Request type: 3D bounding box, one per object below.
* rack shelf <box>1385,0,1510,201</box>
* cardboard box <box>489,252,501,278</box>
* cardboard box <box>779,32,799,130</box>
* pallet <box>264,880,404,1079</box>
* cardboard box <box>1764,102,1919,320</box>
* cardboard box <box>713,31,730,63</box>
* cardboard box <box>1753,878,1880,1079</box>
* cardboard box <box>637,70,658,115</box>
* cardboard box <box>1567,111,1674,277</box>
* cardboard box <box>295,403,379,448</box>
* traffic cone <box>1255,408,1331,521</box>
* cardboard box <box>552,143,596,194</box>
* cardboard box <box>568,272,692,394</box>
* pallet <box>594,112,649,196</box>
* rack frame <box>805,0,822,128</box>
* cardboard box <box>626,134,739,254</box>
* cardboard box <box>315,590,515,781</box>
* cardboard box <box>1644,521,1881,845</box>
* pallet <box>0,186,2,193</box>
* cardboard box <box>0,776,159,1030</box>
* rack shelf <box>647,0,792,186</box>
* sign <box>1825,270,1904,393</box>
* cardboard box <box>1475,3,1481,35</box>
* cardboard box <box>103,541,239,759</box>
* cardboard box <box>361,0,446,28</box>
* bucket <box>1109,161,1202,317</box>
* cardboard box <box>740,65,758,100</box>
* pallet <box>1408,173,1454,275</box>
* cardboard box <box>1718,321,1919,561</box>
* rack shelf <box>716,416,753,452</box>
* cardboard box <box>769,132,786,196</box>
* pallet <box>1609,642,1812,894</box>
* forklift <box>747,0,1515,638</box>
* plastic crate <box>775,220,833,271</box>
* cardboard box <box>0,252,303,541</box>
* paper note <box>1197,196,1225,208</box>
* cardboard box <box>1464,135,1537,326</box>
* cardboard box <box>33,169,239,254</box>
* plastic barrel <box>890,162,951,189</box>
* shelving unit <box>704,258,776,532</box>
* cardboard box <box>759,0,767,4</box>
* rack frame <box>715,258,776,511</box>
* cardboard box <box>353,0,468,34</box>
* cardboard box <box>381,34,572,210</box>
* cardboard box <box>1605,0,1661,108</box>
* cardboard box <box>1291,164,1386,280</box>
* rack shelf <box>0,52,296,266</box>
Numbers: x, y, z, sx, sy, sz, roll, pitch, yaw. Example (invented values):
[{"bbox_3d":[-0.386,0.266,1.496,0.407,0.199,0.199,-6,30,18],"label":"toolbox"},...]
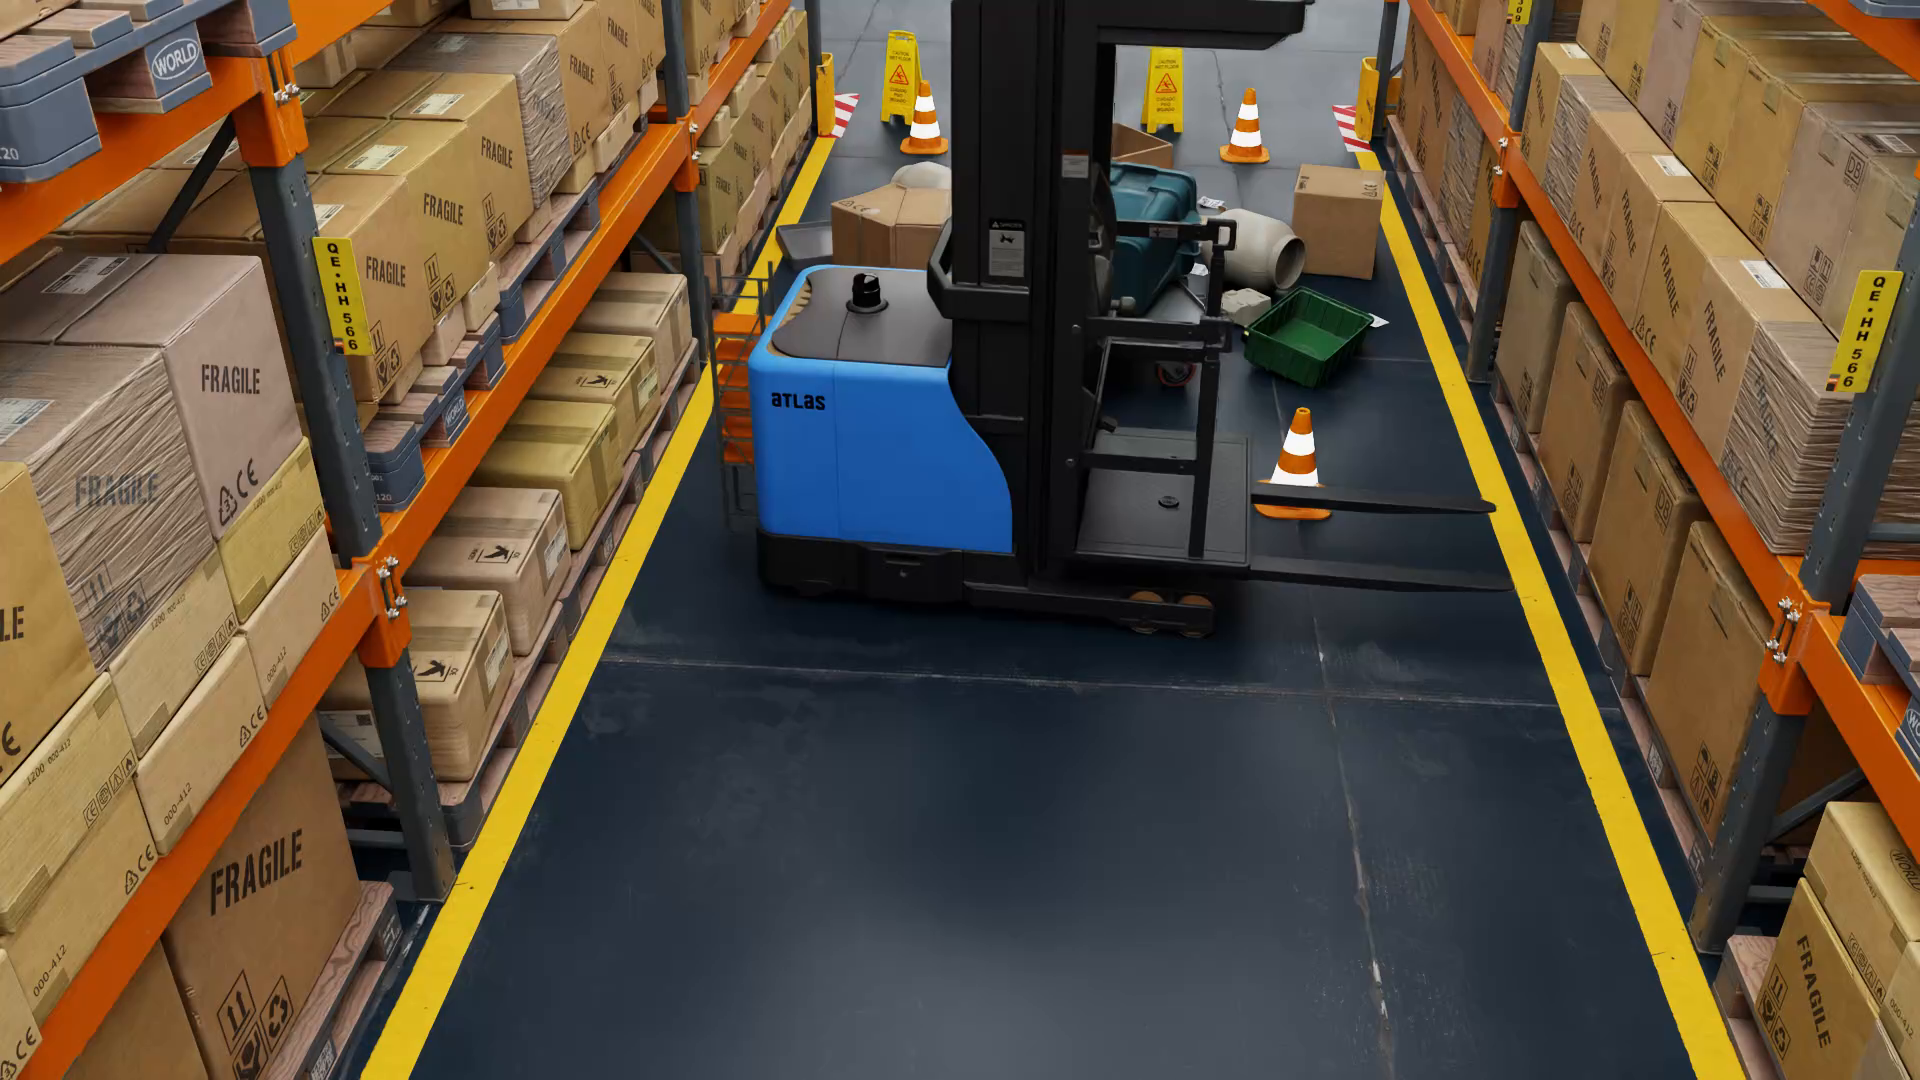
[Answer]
[{"bbox_3d":[3.280,-2.830,9.668,1.077,0.370,4.000,2,32,4],"label":"rack shelf"},{"bbox_3d":[-1.829,-0.951,5.773,0.380,0.149,0.250,4,32,7],"label":"cardboard box"},{"bbox_3d":[-1.343,-2.965,10.708,0.500,0.500,0.500,4,32,6],"label":"cardboard box"},{"bbox_3d":[-2.289,1.439,4.714,1.003,0.211,1.213,2,32,4],"label":"pallet"},{"bbox_3d":[2.878,-0.966,4.910,0.700,0.500,0.500,2,32,3],"label":"cardboard box"},{"bbox_3d":[-1.464,-2.695,9.004,0.380,0.149,0.250,3,32,5],"label":"cardboard box"},{"bbox_3d":[2.480,1.246,4.352,0.500,0.500,0.500,1,32,2],"label":"cardboard box"},{"bbox_3d":[-1.591,-2.040,7.540,0.380,0.149,0.250,3,32,5],"label":"cardboard box"},{"bbox_3d":[2.723,-1.344,6.476,0.500,0.500,0.500,2,32,4],"label":"cardboard box"},{"bbox_3d":[-1.938,-0.391,4.865,0.380,0.149,0.250,1,32,1],"label":"cardboard box"},{"bbox_3d":[1.503,-0.373,7.415,0.336,0.463,0.334,2,32,4],"label":"traffic cone"},{"bbox_3d":[-1.688,-1.507,6.675,0.380,0.149,0.250,2,32,4],"label":"cardboard box"},{"bbox_3d":[-1.864,-1.035,8.174,0.950,0.372,0.625,3,32,5],"label":"cardboard box"},{"bbox_3d":[-2.031,-1.774,7.452,1.003,0.211,1.213,2,32,4],"label":"pallet"},{"bbox_3d":[-1.499,-4.340,11.434,1.000,3.000,0.127,2,32,4],"label":"rack frame"},{"bbox_3d":[-1.507,-1.873,8.936,0.500,0.500,0.500,4,32,6],"label":"cardboard box"},{"bbox_3d":[-2.094,0.488,5.704,0.950,0.372,0.625,0,32,1],"label":"cardboard box"},{"bbox_3d":[2.931,0.466,5.379,1.050,0.750,0.750,2,32,3],"label":"cardboard box"},{"bbox_3d":[-2.238,-0.430,2.409,1.003,0.211,1.213,4,32,6],"label":"pallet"},{"bbox_3d":[-2.015,0.713,3.378,0.500,0.250,0.500,2,32,3],"label":"cardboard box"},{"bbox_3d":[-1.661,-2.988,9.926,1.077,0.370,4.000,2,32,4],"label":"rack shelf"},{"bbox_3d":[2.238,-0.513,4.121,0.100,0.325,0.005,2,32,4],"label":"sign"},{"bbox_3d":[3.319,-2.913,8.975,0.875,0.550,0.550,2,32,4],"label":"cardboard box"},{"bbox_3d":[-1.974,0.226,3.690,0.500,0.250,0.500,2,32,3],"label":"cardboard box"},{"bbox_3d":[-2.201,-2.070,6.352,0.380,0.149,0.250,4,32,7],"label":"cardboard box"},{"bbox_3d":[0.831,-1.513,8.518,0.726,0.611,0.620,14,44,21],"label":"bucket"},{"bbox_3d":[-1.378,-2.622,9.533,0.380,0.149,0.250,4,32,7],"label":"cardboard box"},{"bbox_3d":[3.354,-1.937,10.192,1.003,0.211,1.213,2,32,4],"label":"pallet"},{"bbox_3d":[2.561,-0.288,4.763,0.500,0.500,0.500,2,32,4],"label":"cardboard box"},{"bbox_3d":[-0.900,-0.452,7.153,0.258,0.103,0.180,4,32,6],"label":"rack shelf"},{"bbox_3d":[-1.383,-2.370,10.457,0.500,0.250,0.500,1,32,2],"label":"cardboard box"},{"bbox_3d":[2.931,0.779,5.784,1.003,0.211,1.213,2,32,4],"label":"pallet"},{"bbox_3d":[0.729,-1.159,6.337,3.031,2.935,1.130,5,32,7],"label":"forklift"},{"bbox_3d":[-0.879,-1.792,10.081,0.402,0.080,0.583,-8,33,-13],"label":"plastic crate"},{"bbox_3d":[-1.931,-0.344,3.901,0.500,0.500,0.500,2,32,3],"label":"cardboard box"},{"bbox_3d":[1.627,-2.191,10.779,0.144,0.017,0.142,14,34,21],"label":"paper note"},{"bbox_3d":[3.239,-1.690,8.759,0.875,0.875,0.875,3,32,5],"label":"cardboard box"},{"bbox_3d":[-2.390,-0.755,4.837,0.500,0.500,0.500,2,32,3],"label":"cardboard box"},{"bbox_3d":[-0.158,-2.099,10.252,0.512,0.421,0.421,27,41,37],"label":"plastic barrel"},{"bbox_3d":[-0.900,-0.592,7.067,0.258,1.200,0.189,4,32,6],"label":"shelving unit"},{"bbox_3d":[-1.350,-3.357,10.078,0.380,0.149,0.250,2,32,3],"label":"cardboard box"},{"bbox_3d":[-0.888,-0.640,7.144,0.240,1.200,0.006,4,32,6],"label":"rack frame"},{"bbox_3d":[-2.242,-1.844,6.604,0.500,0.500,0.500,2,32,4],"label":"cardboard box"},{"bbox_3d":[-1.762,-1.543,6.115,0.500,0.500,0.500,1,32,2],"label":"cardboard box"},{"bbox_3d":[3.043,-2.030,6.636,0.700,0.500,0.500,2,32,3],"label":"cardboard box"},{"bbox_3d":[2.221,-1.883,9.826,0.500,0.500,0.500,8,32,12],"label":"cardboard box"},{"bbox_3d":[-2.313,-0.082,2.351,1.077,0.370,4.000,2,32,4],"label":"rack shelf"}]
